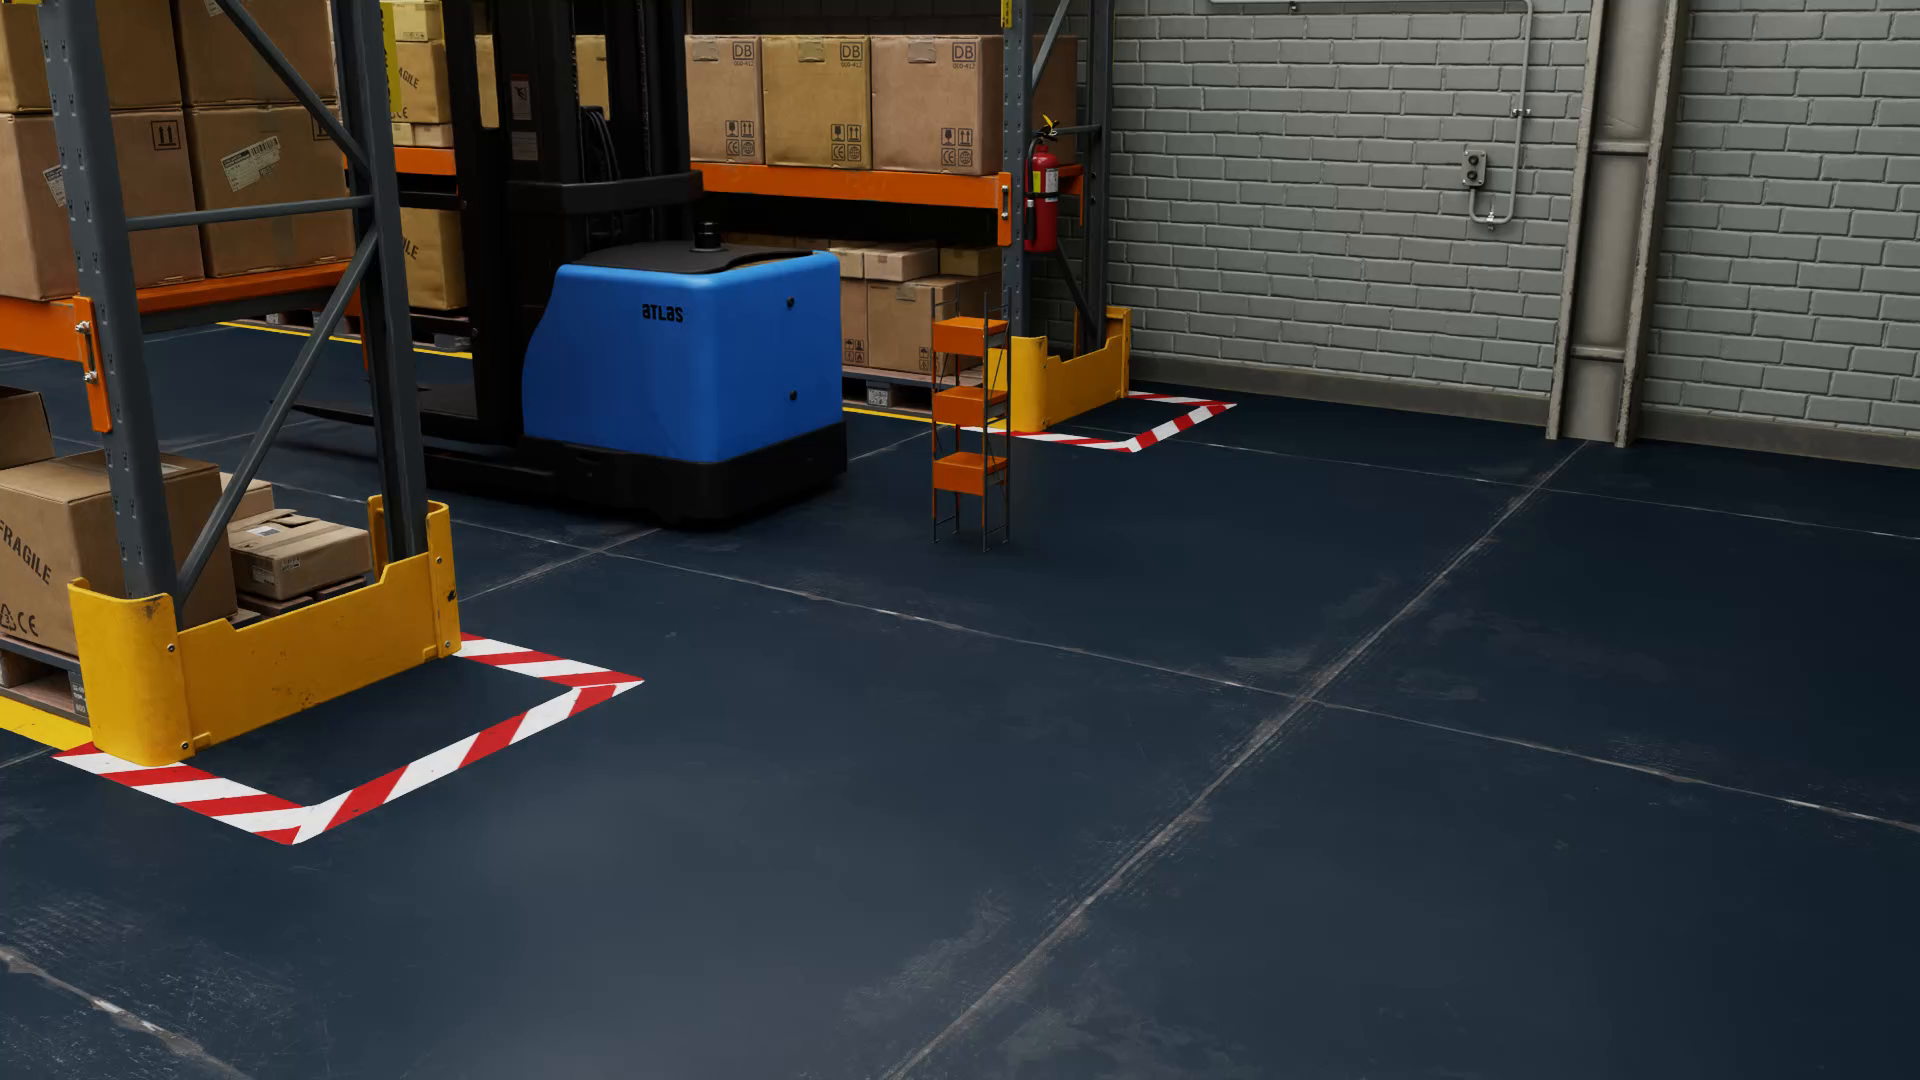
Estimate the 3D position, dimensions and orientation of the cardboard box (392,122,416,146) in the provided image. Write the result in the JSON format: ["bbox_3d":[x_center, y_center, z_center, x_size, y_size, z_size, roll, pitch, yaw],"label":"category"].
[{"bbox_3d":[-3.544,-2.678,10.935,0.250,0.149,0.380,11,20,31],"label":"cardboard box"}]

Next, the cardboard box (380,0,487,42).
[{"bbox_3d":[-3.412,-3.341,10.711,0.500,0.250,0.500,11,20,31],"label":"cardboard box"}]

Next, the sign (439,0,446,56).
[{"bbox_3d":[-3.156,-3.155,10.251,0.005,0.325,0.100,10,20,30],"label":"sign"}]

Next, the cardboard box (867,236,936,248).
[{"bbox_3d":[-0.341,-1.671,9.683,0.250,0.149,0.380,10,20,30],"label":"cardboard box"}]

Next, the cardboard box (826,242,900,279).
[{"bbox_3d":[-0.543,-1.577,9.372,0.250,0.149,0.380,11,20,32],"label":"cardboard box"}]

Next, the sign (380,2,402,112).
[{"bbox_3d":[-1.777,-1.488,5.128,0.005,0.325,0.100,10,20,30],"label":"sign"}]

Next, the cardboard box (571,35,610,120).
[{"bbox_3d":[-1.807,-2.719,10.157,0.700,0.700,0.980,10,19,29],"label":"cardboard box"}]

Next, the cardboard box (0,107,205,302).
[{"bbox_3d":[-2.585,-0.988,4.799,0.500,0.500,0.500,11,20,32],"label":"cardboard box"}]

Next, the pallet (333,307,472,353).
[{"bbox_3d":[-3.577,-1.539,11.586,1.213,0.211,1.003,10,20,30],"label":"pallet"}]

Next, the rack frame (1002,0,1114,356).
[{"bbox_3d":[0.529,-2.166,8.852,0.127,3.000,1.000,10,20,30],"label":"rack frame"}]

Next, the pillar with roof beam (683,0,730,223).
[{"bbox_3d":[-4.084,-4.687,6.828,0.400,9.000,9.100,10,20,30],"label":"pillar with roof beam"}]

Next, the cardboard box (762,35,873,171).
[{"bbox_3d":[-0.537,-2.493,9.411,0.700,0.700,0.980,10,20,30],"label":"cardboard box"}]

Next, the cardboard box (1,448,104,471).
[{"bbox_3d":[-3.228,-0.139,6.152,0.500,0.250,0.500,10,20,30],"label":"cardboard box"}]

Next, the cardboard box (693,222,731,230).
[{"bbox_3d":[-1.641,-1.903,10.446,0.250,0.149,0.380,9,19,28],"label":"cardboard box"}]

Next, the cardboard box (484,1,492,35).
[{"bbox_3d":[-3.135,-3.468,11.128,0.500,0.250,0.500,11,20,32],"label":"cardboard box"}]

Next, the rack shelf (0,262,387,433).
[{"bbox_3d":[-3.765,-0.899,5.918,4.000,0.370,1.077,10,20,30],"label":"rack shelf"}]

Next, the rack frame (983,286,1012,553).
[{"bbox_3d":[0.150,-0.476,6.641,0.008,1.050,0.200,10,20,30],"label":"rack frame"}]

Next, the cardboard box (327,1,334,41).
[{"bbox_3d":[-3.842,-3.421,10.975,0.500,0.250,0.500,11,20,31],"label":"cardboard box"}]

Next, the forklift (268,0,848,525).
[{"bbox_3d":[-2.052,-1.763,7.641,3.031,2.935,1.130,10,19,29],"label":"forklift"}]

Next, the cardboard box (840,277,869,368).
[{"bbox_3d":[-0.547,-1.329,9.674,0.500,0.500,0.700,10,20,30],"label":"cardboard box"}]

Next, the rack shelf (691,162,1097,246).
[{"bbox_3d":[-1.176,-2.126,9.958,4.000,0.370,1.077,10,20,30],"label":"rack shelf"}]

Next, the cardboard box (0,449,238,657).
[{"bbox_3d":[-2.653,0.025,5.182,0.500,0.500,0.500,10,20,30],"label":"cardboard box"}]

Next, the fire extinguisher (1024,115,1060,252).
[{"bbox_3d":[0.416,-1.814,8.466,0.183,0.674,0.296,10,20,30],"label":"fire extinguisher"}]

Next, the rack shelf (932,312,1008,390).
[{"bbox_3d":[0.046,-0.756,6.622,0.240,0.259,0.215,10,20,30],"label":"rack shelf"}]

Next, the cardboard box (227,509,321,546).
[{"bbox_3d":[-2.451,0.019,5.775,0.250,0.166,0.380,10,20,30],"label":"cardboard box"}]

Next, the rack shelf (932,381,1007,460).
[{"bbox_3d":[0.046,-0.484,6.705,0.240,0.259,0.215,10,20,30],"label":"rack shelf"}]

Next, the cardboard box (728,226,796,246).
[{"bbox_3d":[-1.206,-1.825,10.190,0.250,0.149,0.380,10,19,29],"label":"cardboard box"}]

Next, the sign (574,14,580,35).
[{"bbox_3d":[-2.591,-3.365,11.171,0.005,0.325,0.100,10,20,30],"label":"sign"}]

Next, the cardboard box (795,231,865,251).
[{"bbox_3d":[-0.771,-1.747,9.935,0.250,0.149,0.380,10,20,31],"label":"cardboard box"}]

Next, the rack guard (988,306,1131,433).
[{"bbox_3d":[0.549,-0.967,9.204,0.348,0.500,1.175,10,20,30],"label":"rack guard"}]

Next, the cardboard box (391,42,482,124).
[{"bbox_3d":[-3.405,-2.982,10.820,0.500,0.500,0.500,10,19,29],"label":"cardboard box"}]

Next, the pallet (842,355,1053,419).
[{"bbox_3d":[-0.194,-0.934,9.594,1.213,0.211,1.003,10,20,30],"label":"pallet"}]

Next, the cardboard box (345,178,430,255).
[{"bbox_3d":[-4.261,-2.148,11.769,0.750,0.750,0.750,11,20,32],"label":"cardboard box"}]

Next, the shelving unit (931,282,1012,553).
[{"bbox_3d":[0.046,-0.494,6.702,0.252,1.050,0.215,10,20,30],"label":"shelving unit"}]

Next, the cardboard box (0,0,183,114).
[{"bbox_3d":[-2.584,-1.465,4.650,0.500,0.500,0.500,10,20,30],"label":"cardboard box"}]
